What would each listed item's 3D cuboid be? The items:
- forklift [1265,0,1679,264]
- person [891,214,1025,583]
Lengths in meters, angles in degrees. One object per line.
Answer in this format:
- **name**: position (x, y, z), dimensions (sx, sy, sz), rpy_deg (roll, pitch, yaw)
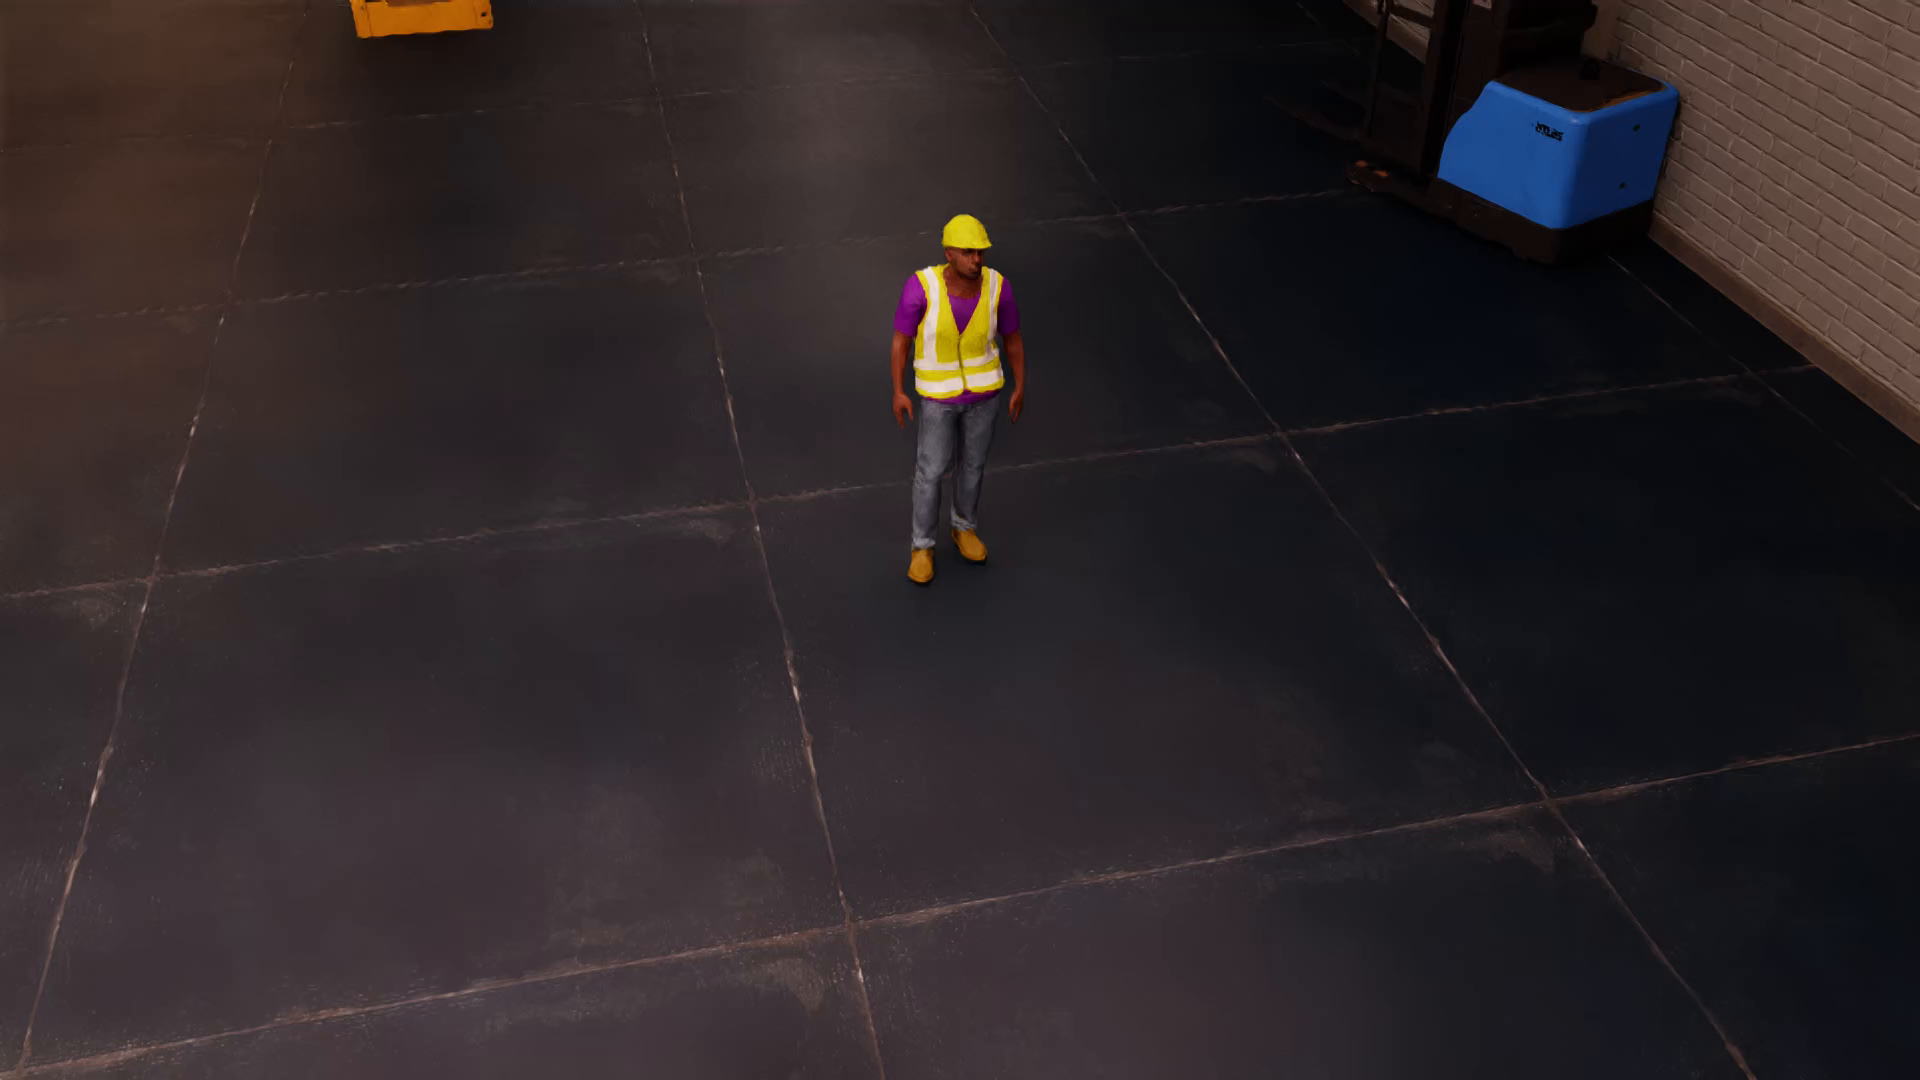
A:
- **forklift**: position (3.488, -3.836, 11.381), dimensions (1.130, 2.935, 3.031), rpy_deg (-21, 41, -26)
- **person**: position (0.011, -0.682, 7.983), dimensions (0.665, 1.766, 0.576), rpy_deg (-8, 36, -11)
